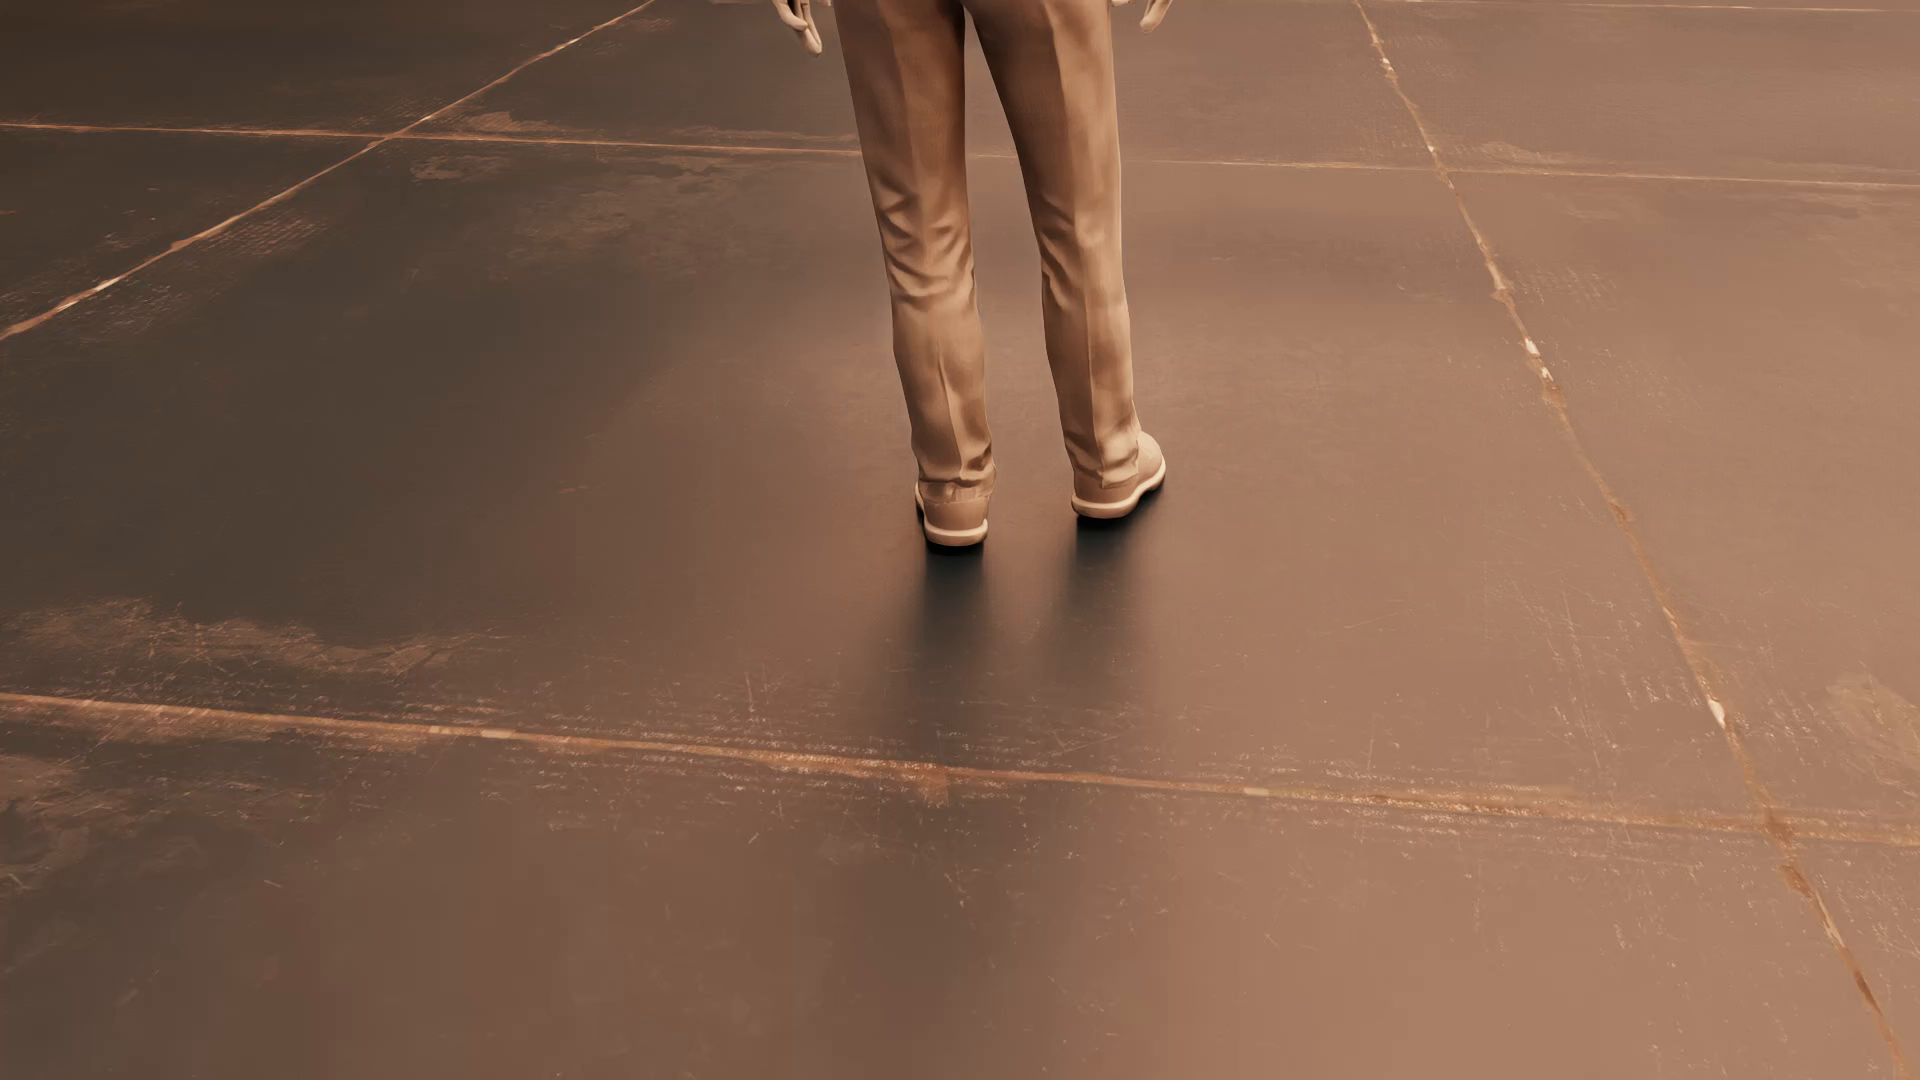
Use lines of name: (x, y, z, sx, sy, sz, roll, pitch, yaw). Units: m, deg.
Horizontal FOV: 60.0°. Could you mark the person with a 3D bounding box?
person: (0.016, -0.795, 2.178, 0.588, 1.695, 0.531, 3, 27, 7)
